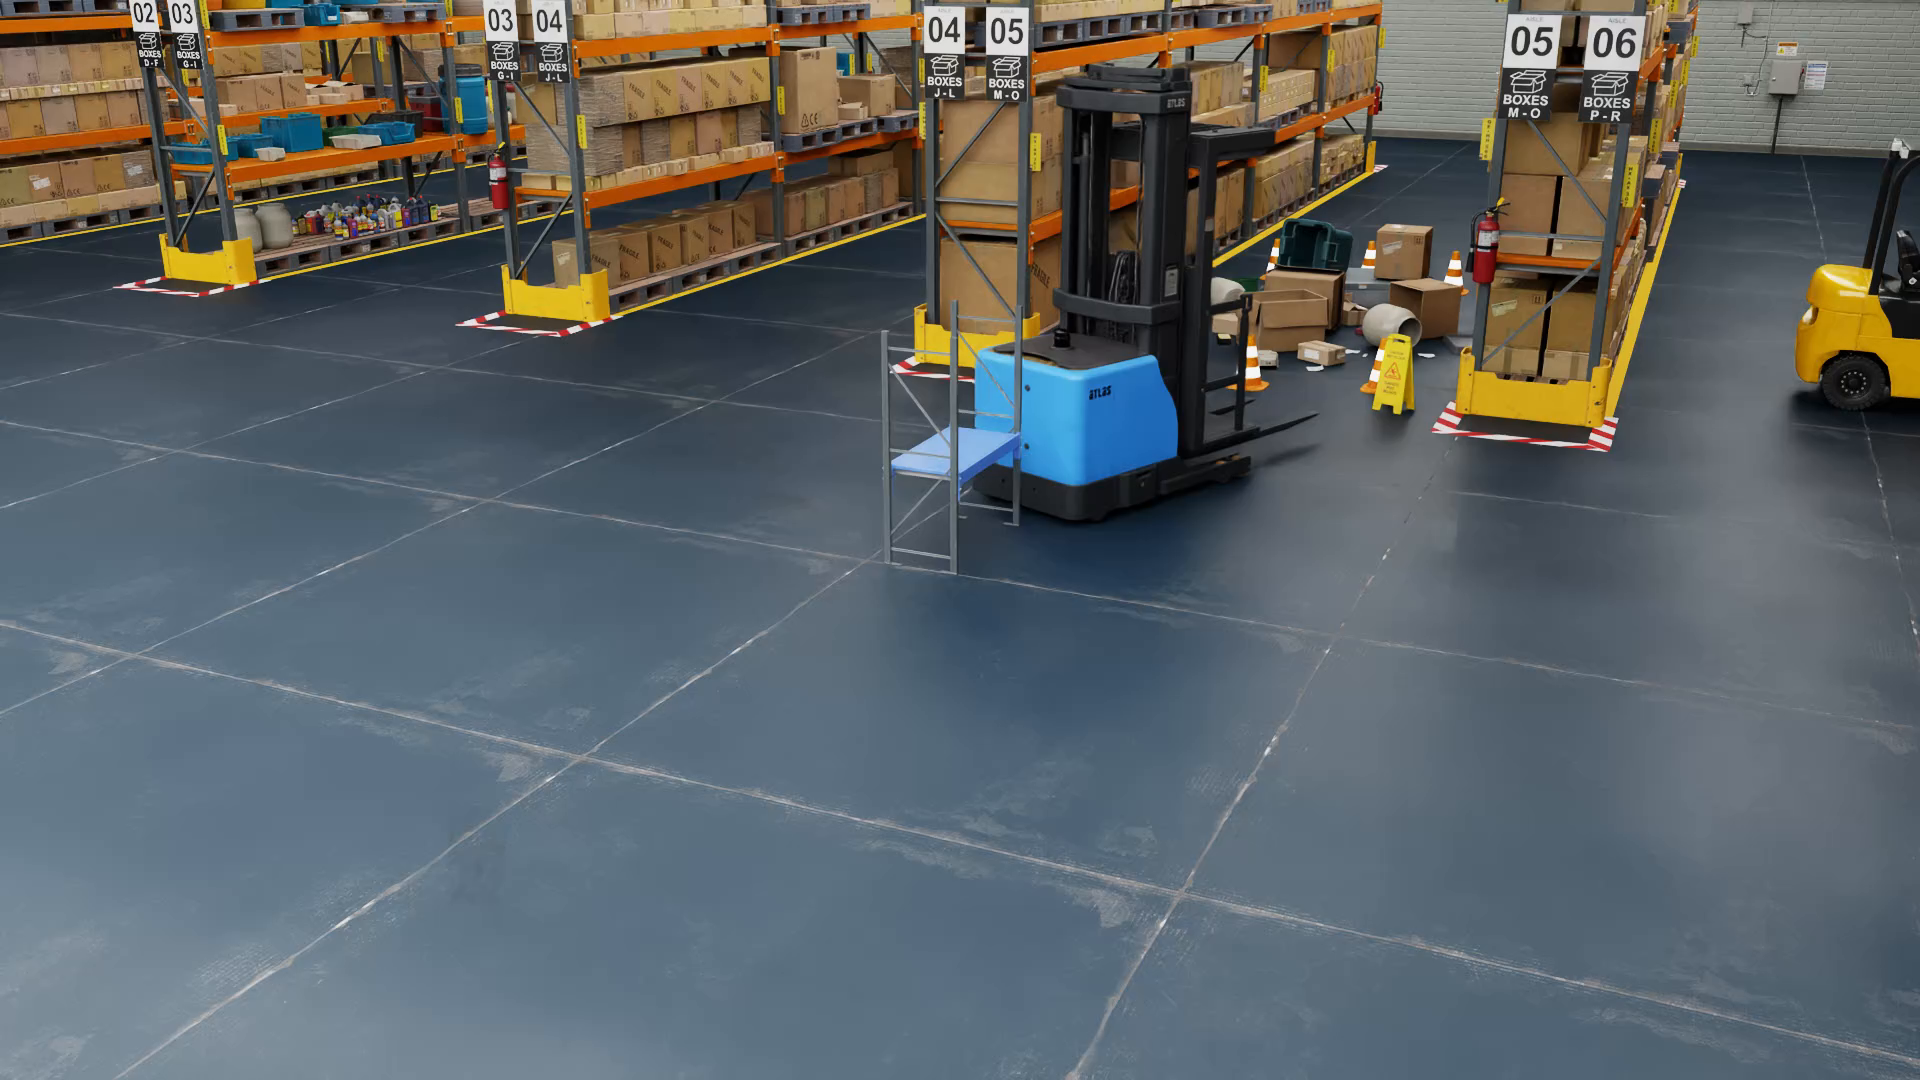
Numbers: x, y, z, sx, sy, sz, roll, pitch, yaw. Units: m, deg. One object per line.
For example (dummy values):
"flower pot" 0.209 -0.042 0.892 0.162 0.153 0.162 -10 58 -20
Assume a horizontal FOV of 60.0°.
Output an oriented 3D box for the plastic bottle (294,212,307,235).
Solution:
"plastic bottle" -8.453 -4.058 21.299 0.061 0.283 0.133 9 22 24

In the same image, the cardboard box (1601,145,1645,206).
"cardboard box" 5.993 -3.354 15.329 0.500 0.500 0.500 9 22 24

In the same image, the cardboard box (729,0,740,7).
"cardboard box" -2.766 -6.247 19.211 0.380 0.149 0.250 7 21 20

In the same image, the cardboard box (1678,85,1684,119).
"cardboard box" 10.487 -6.558 24.785 0.500 0.500 0.500 9 21 23

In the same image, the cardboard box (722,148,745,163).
"cardboard box" -2.769 -4.554 19.673 0.380 0.149 0.250 9 21 23

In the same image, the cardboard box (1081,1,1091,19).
"cardboard box" 1.012 -4.989 15.643 0.380 0.149 0.250 9 21 23

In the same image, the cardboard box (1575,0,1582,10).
"cardboard box" 4.972 -4.470 13.770 0.380 0.149 0.250 9 21 23

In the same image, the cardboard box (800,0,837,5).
"cardboard box" -2.012 -7.092 21.176 0.797 0.503 0.637 10 22 25

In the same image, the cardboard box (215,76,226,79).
"cardboard box" -13.867 -8.555 30.893 0.380 0.149 0.250 9 21 24

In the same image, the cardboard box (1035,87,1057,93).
"cardboard box" 0.847 -4.100 16.186 0.875 0.550 0.550 9 21 23

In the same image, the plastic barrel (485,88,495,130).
"plastic barrel" -6.607 -6.020 23.216 0.433 0.535 0.433 0 20 0

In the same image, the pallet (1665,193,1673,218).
"pallet" 10.020 -5.007 24.734 1.003 0.211 1.213 9 21 23

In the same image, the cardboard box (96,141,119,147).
"cardboard box" -15.163 -6.936 29.070 0.700 0.500 0.500 9 21 23

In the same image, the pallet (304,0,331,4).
"pallet" -10.274 -8.701 26.765 1.213 0.211 1.003 10 22 25

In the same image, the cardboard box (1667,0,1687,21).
"cardboard box" 6.966 -5.318 16.566 0.500 0.250 0.500 8 21 21

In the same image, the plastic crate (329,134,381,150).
"plastic crate" -7.632 -5.038 21.052 0.530 0.136 0.437 9 21 23

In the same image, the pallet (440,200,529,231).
"pallet" -6.912 -4.625 23.658 1.003 0.211 1.213 9 21 23

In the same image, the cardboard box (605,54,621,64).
"cardboard box" -7.156 -9.604 33.349 0.500 0.500 0.500 9 21 23

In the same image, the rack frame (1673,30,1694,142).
"rack frame" 11.275 -7.322 27.081 1.000 3.000 0.127 9 21 23

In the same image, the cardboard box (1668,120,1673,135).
"cardboard box" 9.474 -5.702 22.748 0.500 0.250 0.500 8 21 22

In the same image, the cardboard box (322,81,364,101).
"cardboard box" -10.267 -7.450 27.573 0.500 0.311 0.500 10 22 26

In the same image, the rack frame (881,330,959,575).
"rack frame" -0.243 -0.525 10.207 0.500 1.500 0.032 9 21 23

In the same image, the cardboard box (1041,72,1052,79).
"cardboard box" 1.236 -7.788 28.170 0.500 0.250 0.500 8 21 22

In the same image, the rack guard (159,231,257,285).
"rack guard" -8.848 -3.322 19.565 1.175 0.500 0.348 9 21 23

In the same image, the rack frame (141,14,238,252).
"rack frame" -8.836 -4.470 19.063 1.000 3.000 0.127 9 21 23

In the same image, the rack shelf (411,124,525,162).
"rack shelf" -6.380 -5.966 24.341 1.077 0.370 4.000 9 21 23

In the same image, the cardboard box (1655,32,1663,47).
"cardboard box" 6.511 -4.810 15.916 0.380 0.149 0.250 9 21 23

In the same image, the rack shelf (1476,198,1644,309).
"rack shelf" 5.542 -2.704 15.168 1.077 0.370 4.000 9 21 23

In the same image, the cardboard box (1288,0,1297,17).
"cardboard box" 4.317 -7.431 22.761 0.500 0.500 0.500 9 21 23

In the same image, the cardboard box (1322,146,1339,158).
"cardboard box" 5.900 -6.269 26.860 0.380 0.149 0.250 9 21 24

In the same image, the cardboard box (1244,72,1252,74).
"cardboard box" 4.178 -6.810 24.502 0.380 0.149 0.250 8 21 22

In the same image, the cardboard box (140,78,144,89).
"cardboard box" -11.735 -6.539 23.762 0.380 0.149 0.250 8 21 22

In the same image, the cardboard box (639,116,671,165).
"cardboard box" -3.728 -4.459 18.436 0.875 0.500 0.500 9 21 23

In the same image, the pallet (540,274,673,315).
"pallet" -3.922 -2.744 18.369 1.003 0.211 1.213 9 21 23

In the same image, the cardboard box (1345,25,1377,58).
"cardboard box" 6.757 -8.455 28.181 0.500 0.500 0.500 8 21 22

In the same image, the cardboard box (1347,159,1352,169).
"cardboard box" 6.356 -6.310 27.864 0.380 0.149 0.250 8 21 20

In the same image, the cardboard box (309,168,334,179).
"cardboard box" -10.487 -5.994 26.822 0.500 0.250 0.500 9 22 24

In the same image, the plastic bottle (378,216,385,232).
"plastic bottle" -7.504 -4.099 21.538 0.097 0.201 0.097 0 20 0

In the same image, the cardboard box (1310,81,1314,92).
"cardboard box" 5.097 -6.819 24.970 0.380 0.149 0.250 9 22 24

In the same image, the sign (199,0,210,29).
"sign" -8.336 -5.811 18.343 0.100 0.325 0.005 9 21 23

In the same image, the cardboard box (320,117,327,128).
"cardboard box" -13.108 -8.467 32.881 0.750 0.750 0.750 9 21 23

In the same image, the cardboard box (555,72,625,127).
"cardboard box" -3.844 -4.580 17.285 0.500 0.500 0.500 9 21 23

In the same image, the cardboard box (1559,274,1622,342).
"cardboard box" 5.525 -2.063 14.651 0.500 0.500 0.500 8 21 21

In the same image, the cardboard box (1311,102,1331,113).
"cardboard box" 5.494 -6.671 25.625 0.380 0.149 0.250 9 22 25

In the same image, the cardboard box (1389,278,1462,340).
"cardboard box" 4.681 -2.336 16.789 0.500 0.500 0.500 -9 22 -24

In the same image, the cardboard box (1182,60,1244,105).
"cardboard box" 3.249 -5.907 21.461 0.700 0.500 0.500 8 21 22

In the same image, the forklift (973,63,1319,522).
"forklift" 1.505 -1.906 11.954 3.031 2.935 1.130 -18 26 -40

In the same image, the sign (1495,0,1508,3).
"sign" 4.225 -4.344 12.909 0.100 0.325 0.005 9 21 23

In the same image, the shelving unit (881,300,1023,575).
"shelving unit" -0.035 -0.681 10.644 0.538 1.500 1.048 9 21 23

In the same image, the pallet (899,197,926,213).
"pallet" -0.650 -5.153 25.144 1.003 0.211 1.213 9 21 23

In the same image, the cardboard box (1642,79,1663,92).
"cardboard box" 7.587 -5.029 18.444 0.380 0.149 0.250 7 21 20

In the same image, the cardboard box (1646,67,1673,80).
"cardboard box" 8.424 -5.512 20.350 0.500 0.500 0.500 8 21 21

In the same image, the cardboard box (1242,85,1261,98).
"cardboard box" 3.810 -6.001 22.226 0.380 0.149 0.250 9 21 23

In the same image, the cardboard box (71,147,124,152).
"cardboard box" -12.389 -5.377 23.969 0.500 0.500 0.500 9 21 23
